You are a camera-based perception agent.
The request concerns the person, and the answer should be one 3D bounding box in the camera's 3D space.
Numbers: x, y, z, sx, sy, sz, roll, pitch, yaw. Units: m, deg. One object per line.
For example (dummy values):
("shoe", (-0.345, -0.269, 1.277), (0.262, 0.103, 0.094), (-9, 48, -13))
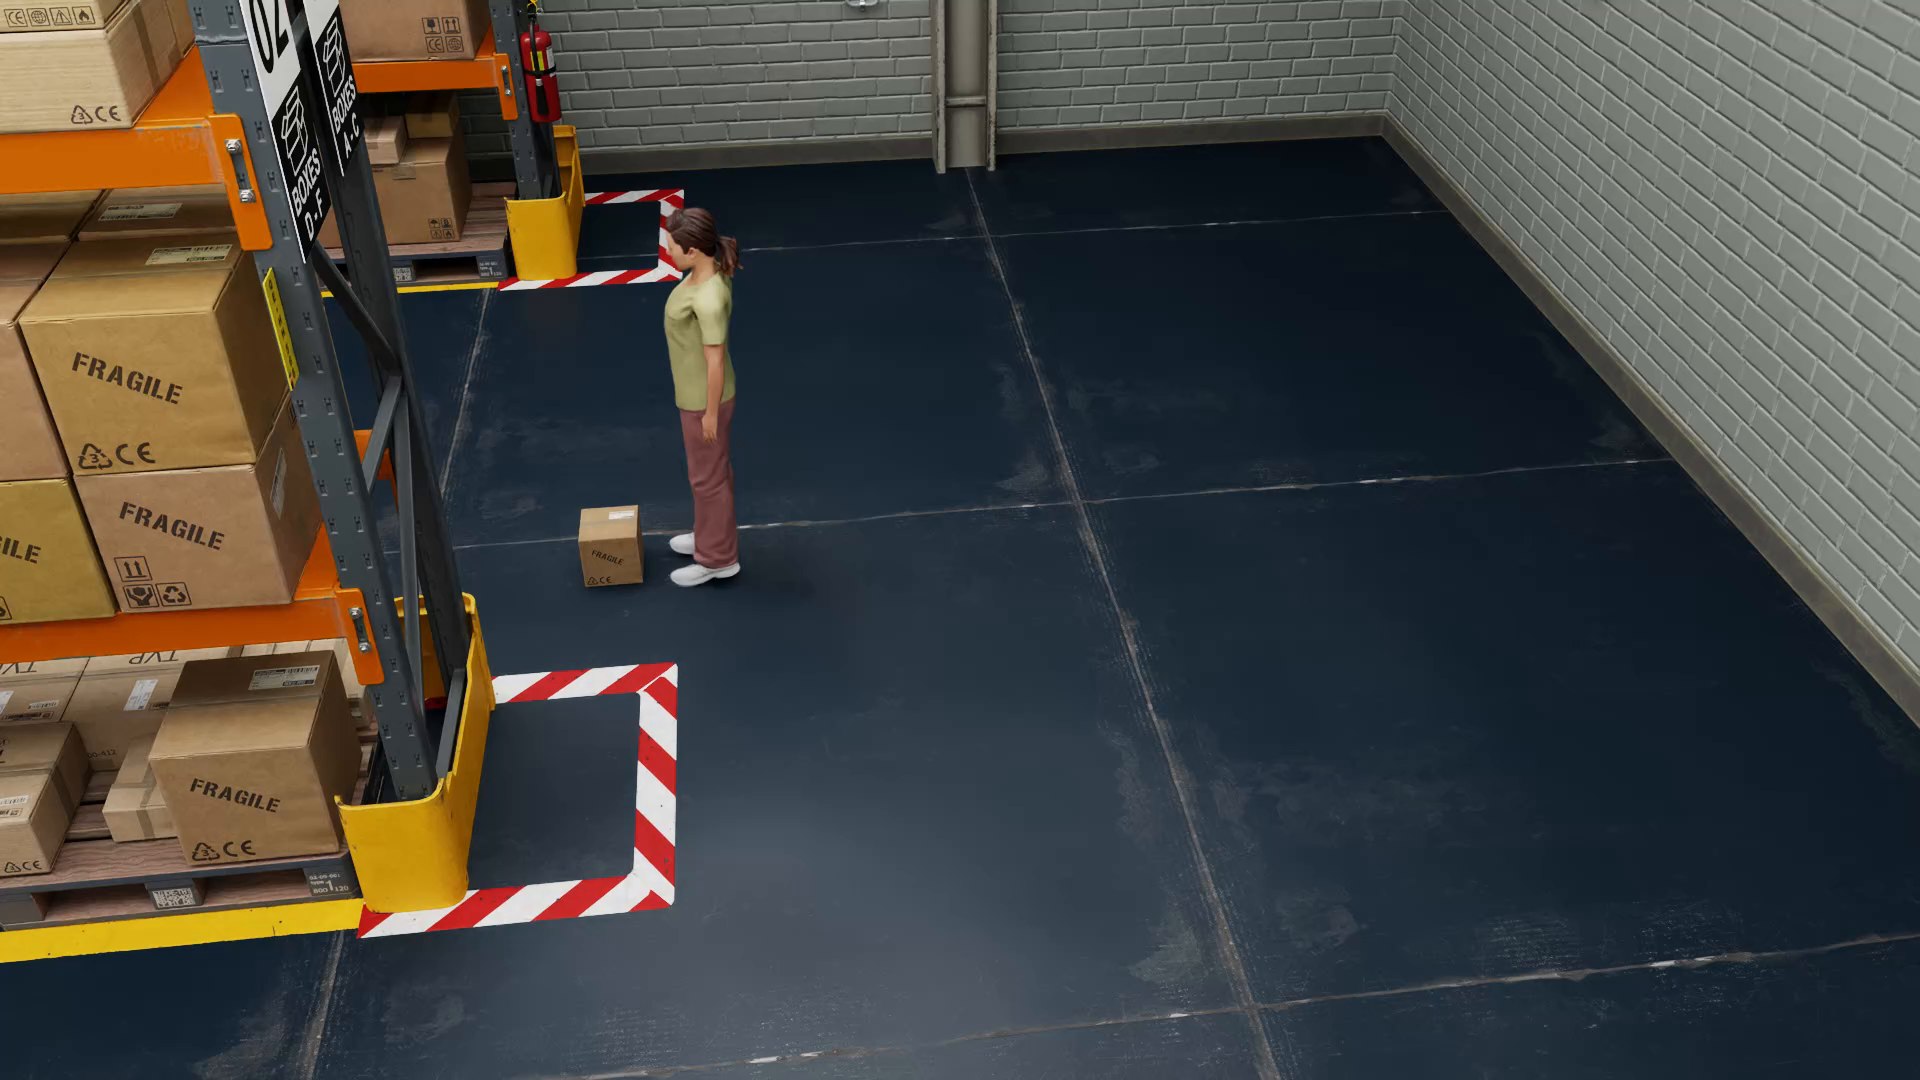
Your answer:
("person", (-1.084, -0.600, 6.992), (0.434, 1.697, 0.453), (-4, 35, -6))
